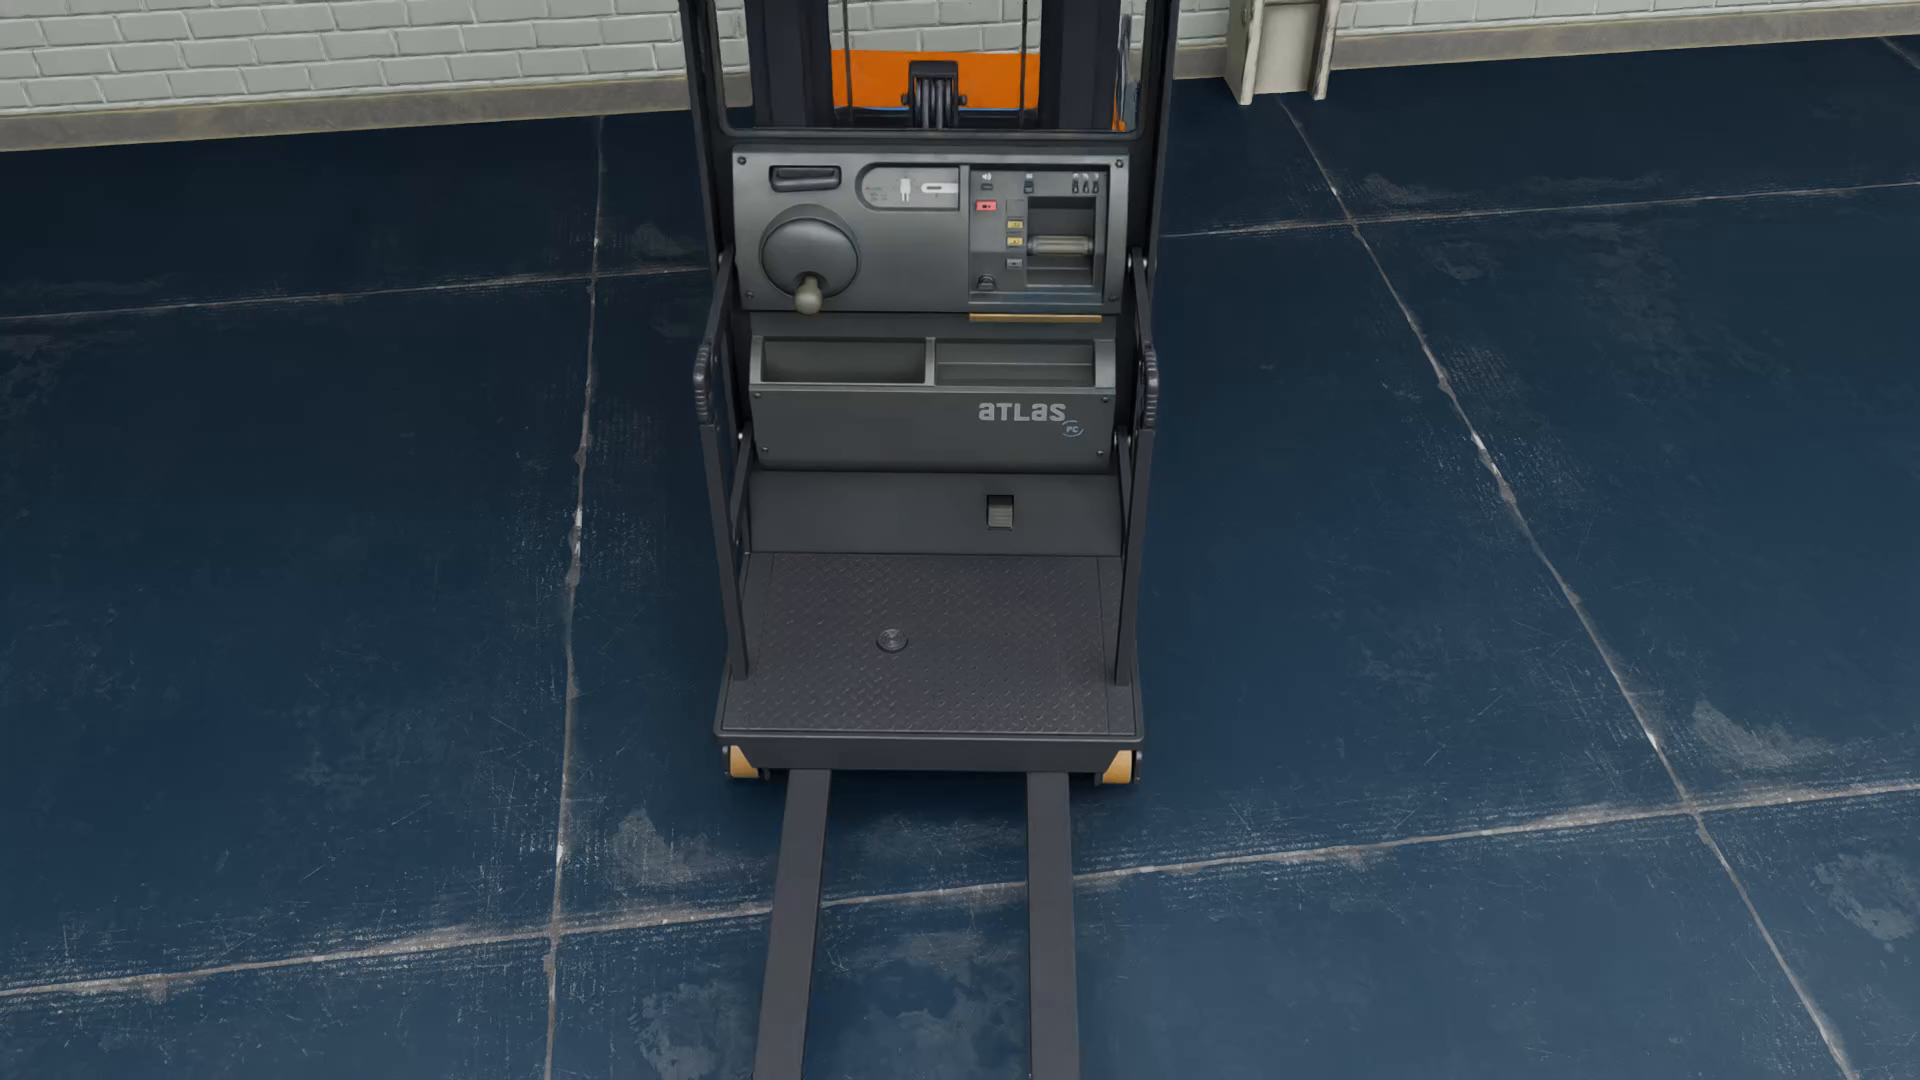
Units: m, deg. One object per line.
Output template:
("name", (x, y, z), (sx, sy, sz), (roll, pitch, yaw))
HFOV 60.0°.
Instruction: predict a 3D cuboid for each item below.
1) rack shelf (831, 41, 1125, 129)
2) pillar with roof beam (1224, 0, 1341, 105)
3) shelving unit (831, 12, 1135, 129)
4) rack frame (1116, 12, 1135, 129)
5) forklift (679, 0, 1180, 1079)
("rack shelf", (0.032, -1.400, 5.525), (1.000, 0.278, 0.538), (2, 42, 2))
("pillar with roof beam", (1.977, -2.538, 1.345), (0.400, 9.000, 9.100), (-5, 42, -6))
("shelving unit", (0.032, -1.183, 5.721), (1.048, 1.125, 0.538), (2, 42, 2))
("rack frame", (0.540, -1.165, 5.702), (0.032, 1.125, 0.500), (2, 42, 2))
("forklift", (-0.071, -0.645, 3.777), (1.130, 2.935, 3.031), (1, 42, 1))
